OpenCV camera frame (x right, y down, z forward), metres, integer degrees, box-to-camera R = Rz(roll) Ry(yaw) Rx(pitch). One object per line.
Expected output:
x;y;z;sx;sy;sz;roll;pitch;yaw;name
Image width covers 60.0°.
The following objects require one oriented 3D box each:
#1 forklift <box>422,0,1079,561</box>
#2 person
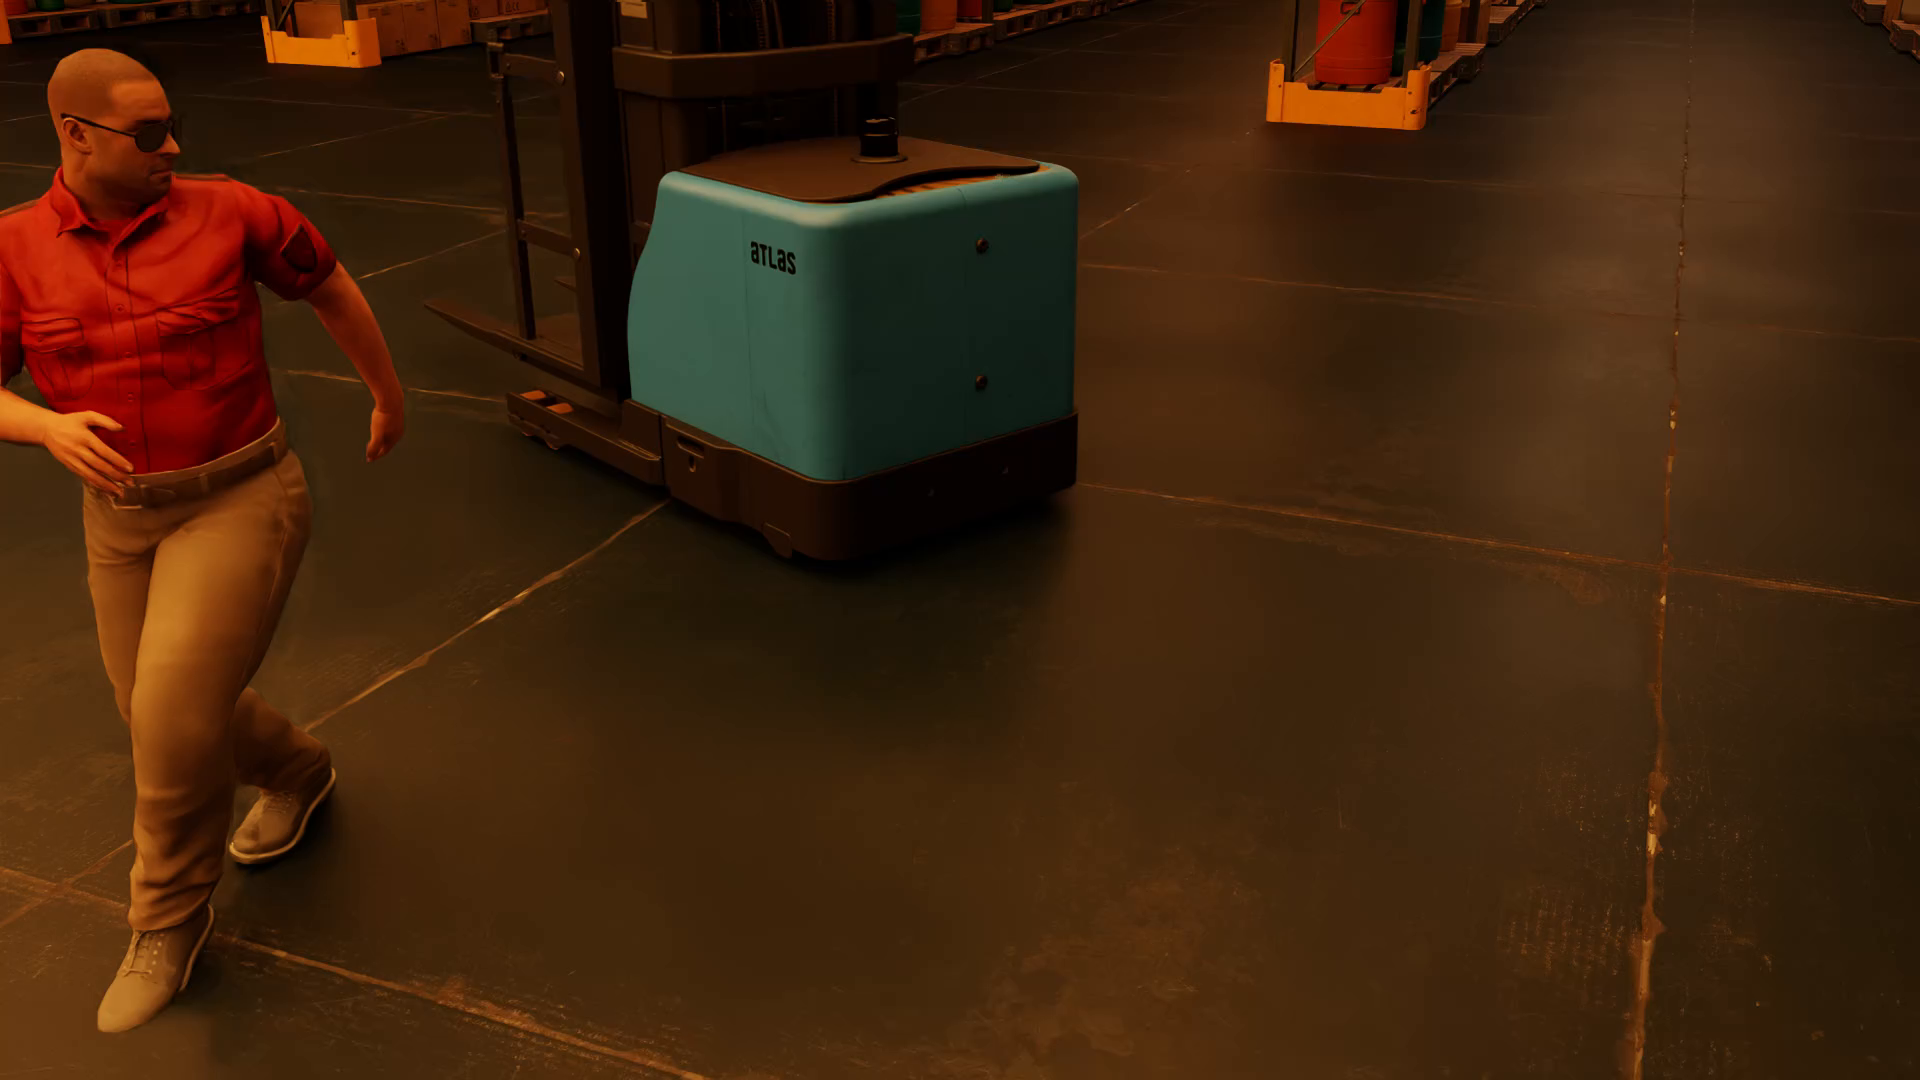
-0.975;-1.780;5.552;1.130;2.935;3.031;-19;29;-38;forklift
-1.472;-0.041;3.105;0.564;1.689;0.957;3;23;8;person
